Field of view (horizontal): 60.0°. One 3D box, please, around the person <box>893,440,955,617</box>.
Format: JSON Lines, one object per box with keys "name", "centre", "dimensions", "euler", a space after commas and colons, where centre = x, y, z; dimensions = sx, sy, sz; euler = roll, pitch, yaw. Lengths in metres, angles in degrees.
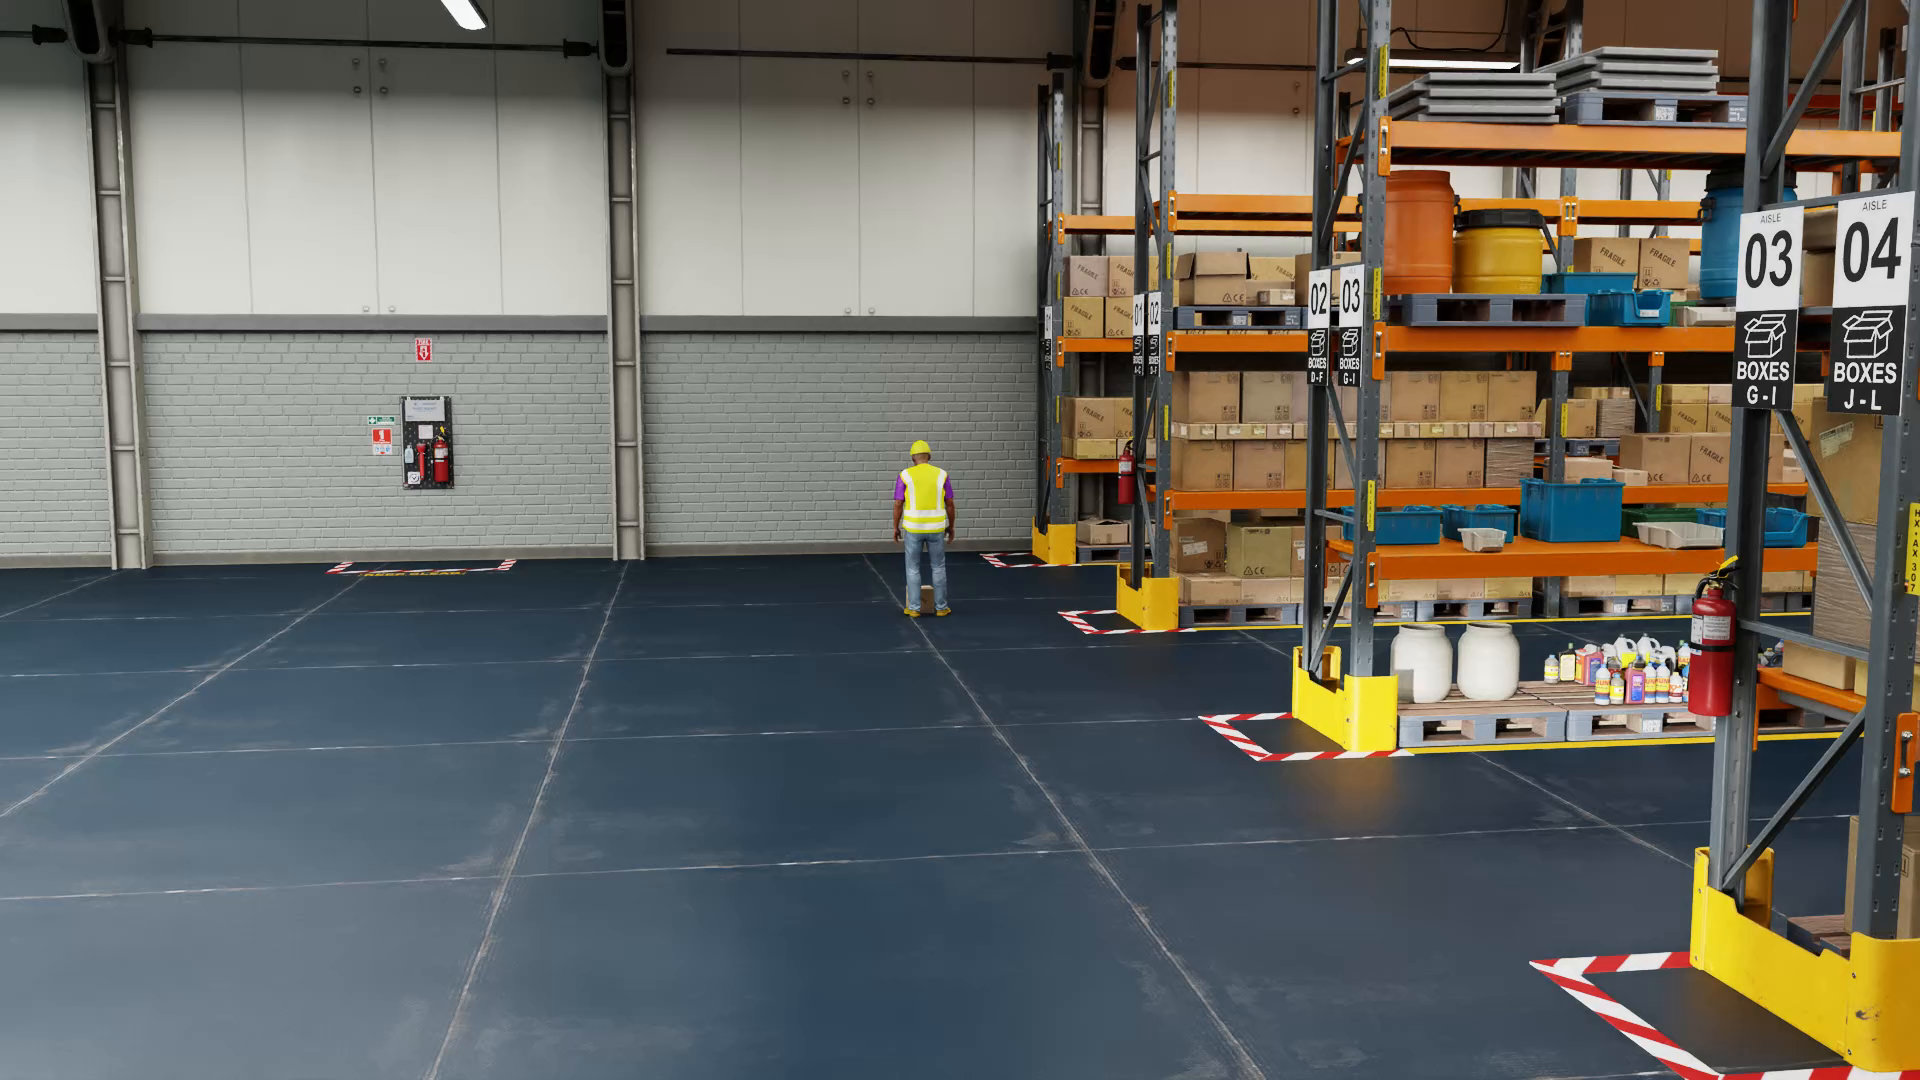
{"name": "person", "centre": [-0.361, -0.116, 16.673], "dimensions": [0.629, 1.757, 0.462], "euler": [-1, 7, -9]}
